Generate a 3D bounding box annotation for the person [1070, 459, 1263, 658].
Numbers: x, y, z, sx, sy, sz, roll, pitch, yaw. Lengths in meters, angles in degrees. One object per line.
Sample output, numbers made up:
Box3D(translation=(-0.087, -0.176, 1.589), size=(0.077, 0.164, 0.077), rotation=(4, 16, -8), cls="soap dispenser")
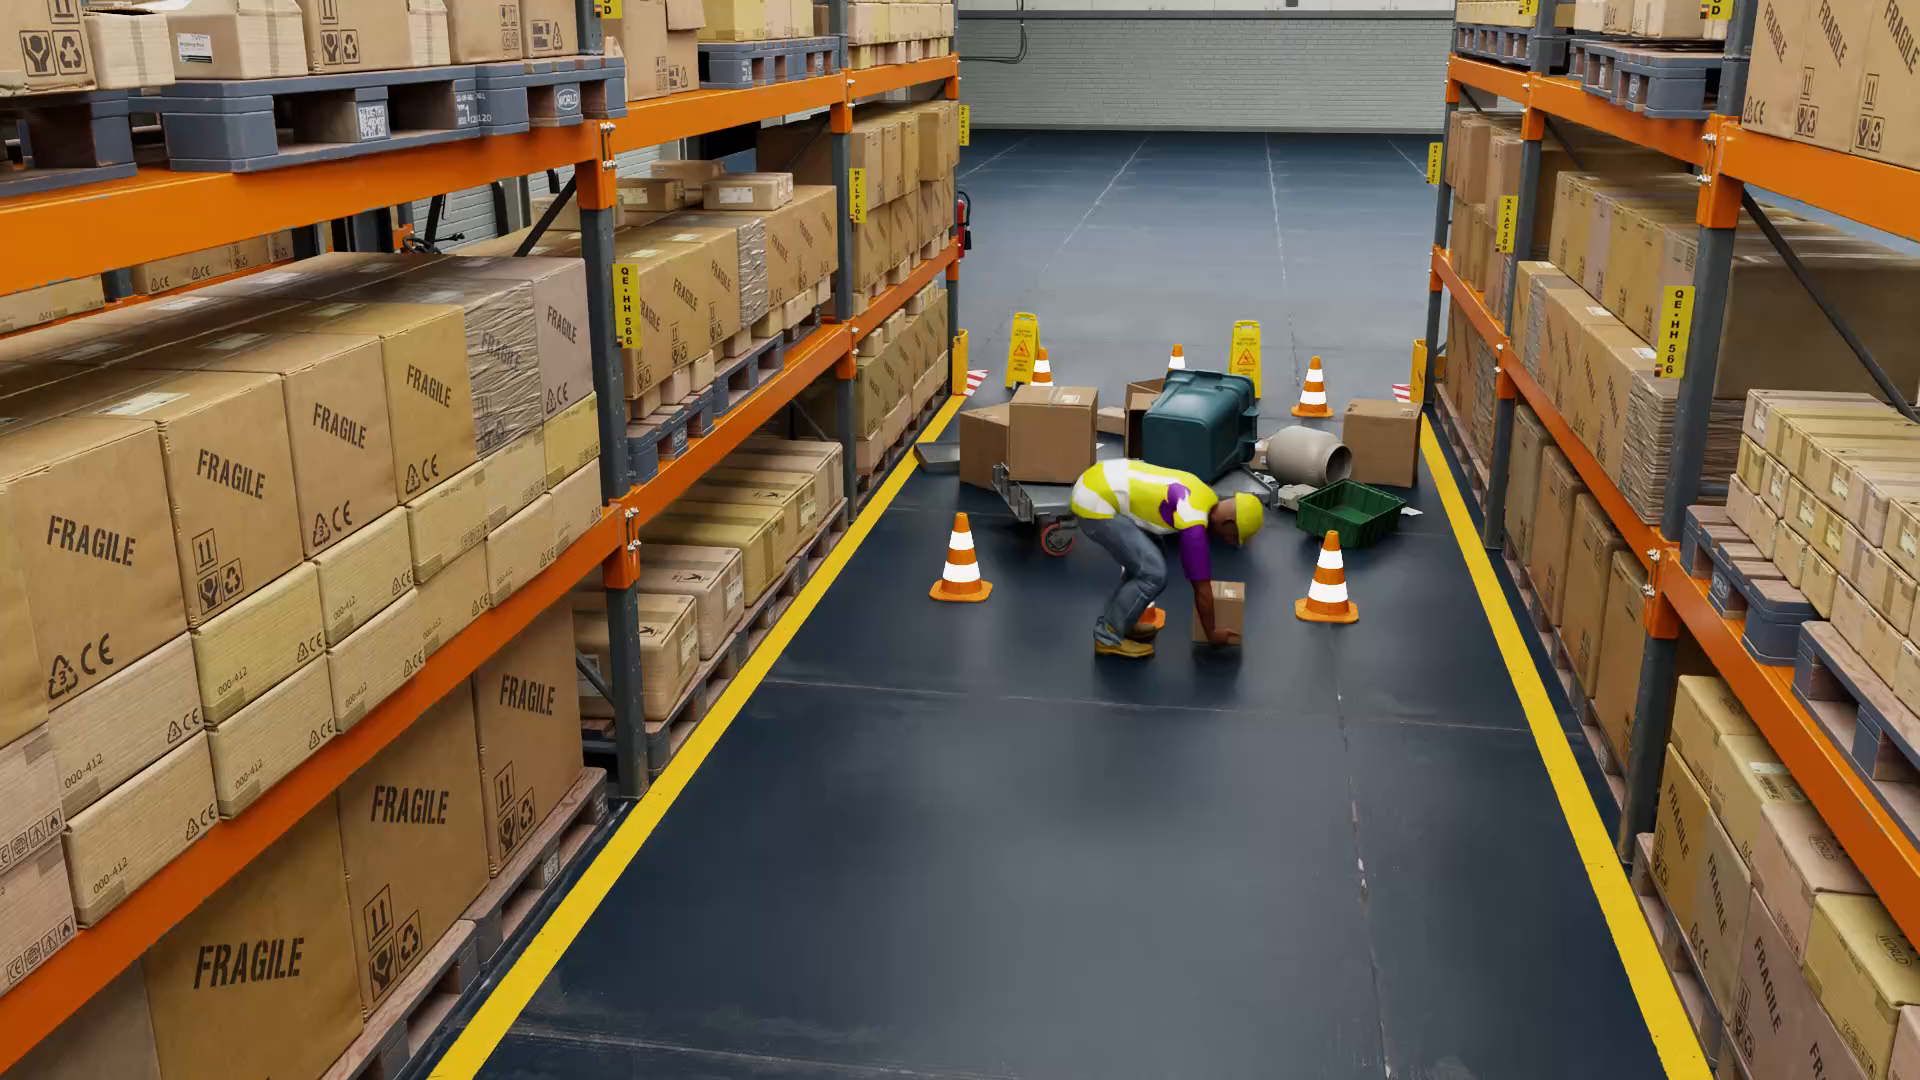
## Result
Box3D(translation=(1.047, 0.083, 8.516), size=(0.975, 0.992, 0.494), rotation=(2, 18, 6), cls="person")
